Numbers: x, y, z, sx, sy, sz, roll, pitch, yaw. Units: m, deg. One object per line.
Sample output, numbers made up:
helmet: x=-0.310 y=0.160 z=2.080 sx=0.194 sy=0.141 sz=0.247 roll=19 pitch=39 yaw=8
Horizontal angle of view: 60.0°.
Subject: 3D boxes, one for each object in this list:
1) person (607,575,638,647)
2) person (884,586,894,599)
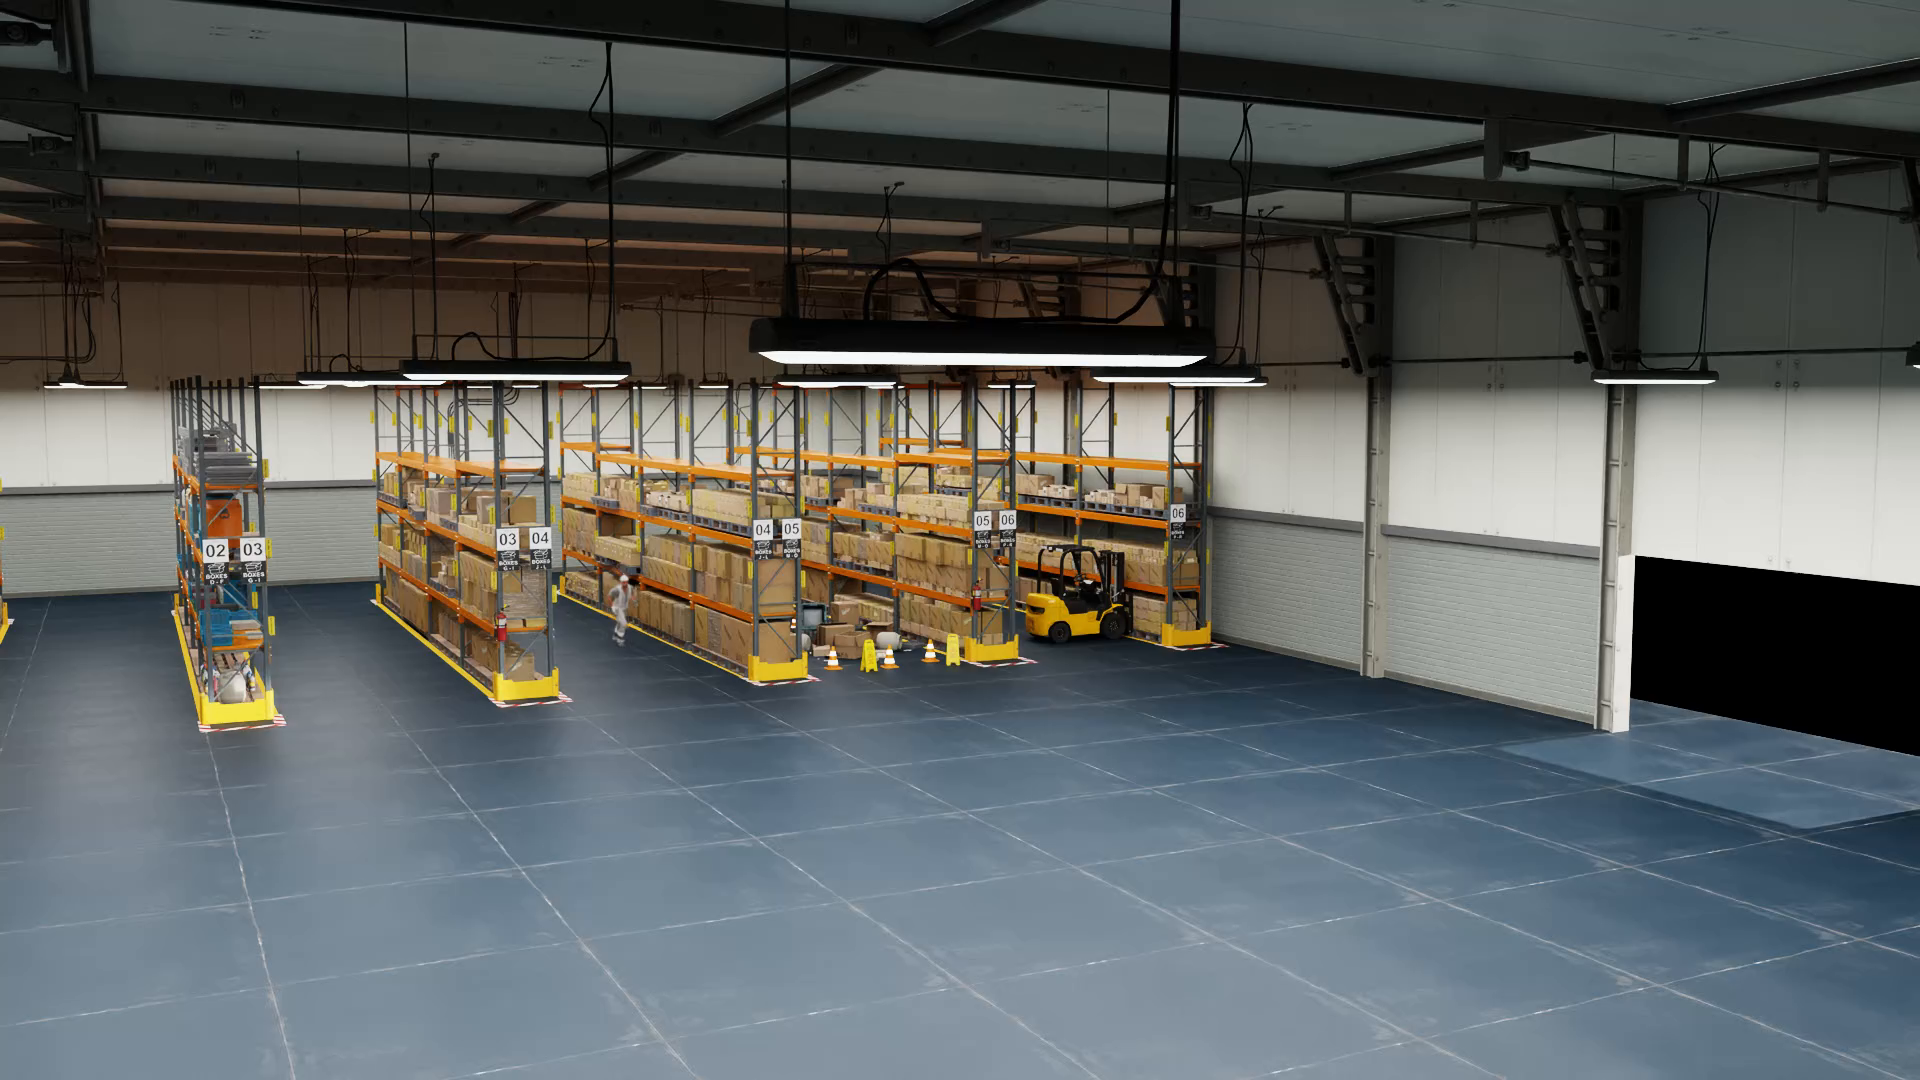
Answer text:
person: x=-7.672 y=1.578 z=37.627 sx=0.859 sy=1.654 sz=0.713 roll=3 pitch=6 yaw=31
person: x=-1.877 y=0.642 z=44.172 sx=0.674 sy=1.802 sz=0.937 roll=-2 pitch=6 yaw=-25
